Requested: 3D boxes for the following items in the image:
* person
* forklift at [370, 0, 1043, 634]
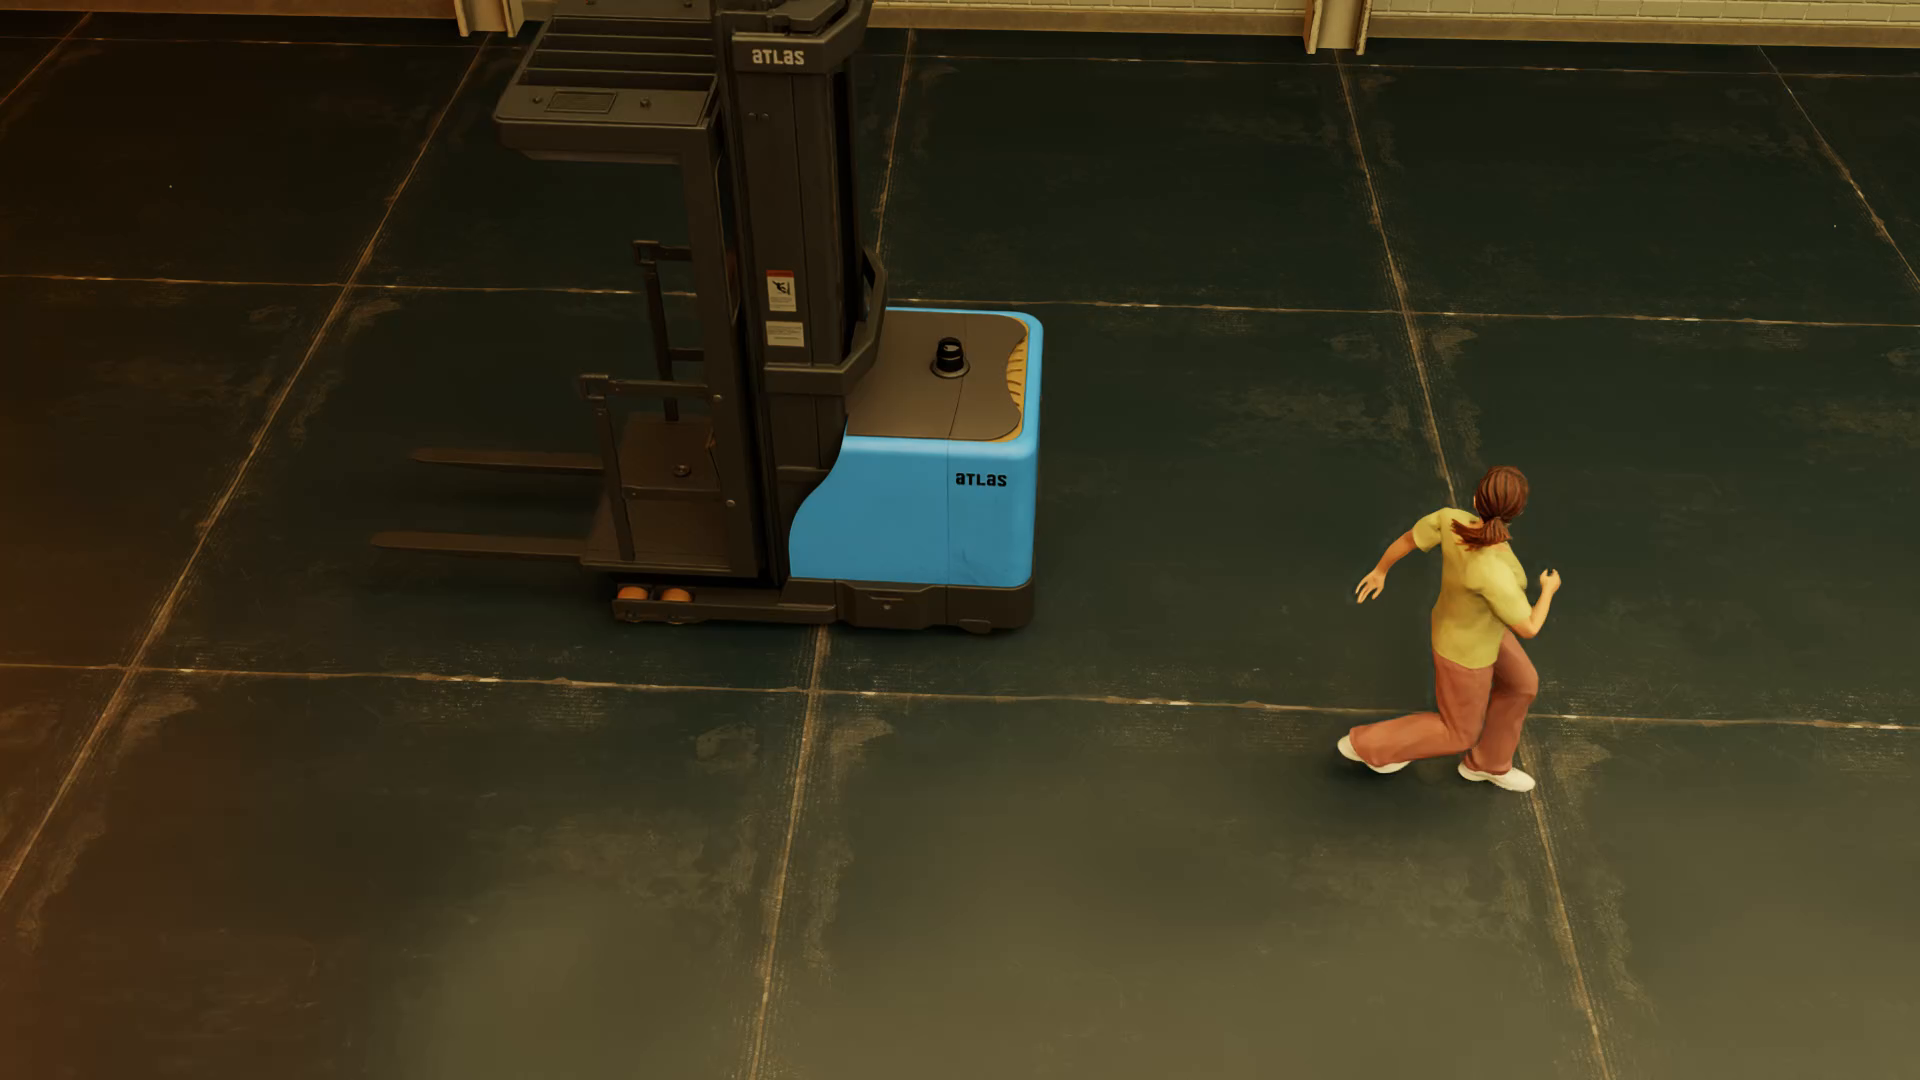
[{"bbox_3d":[1.945,0.356,6.365,0.838,1.589,0.495,6,43,7],"label":"person"},{"bbox_3d":[-1.156,-1.055,6.898,3.031,2.935,1.130,3,42,3],"label":"forklift"}]
